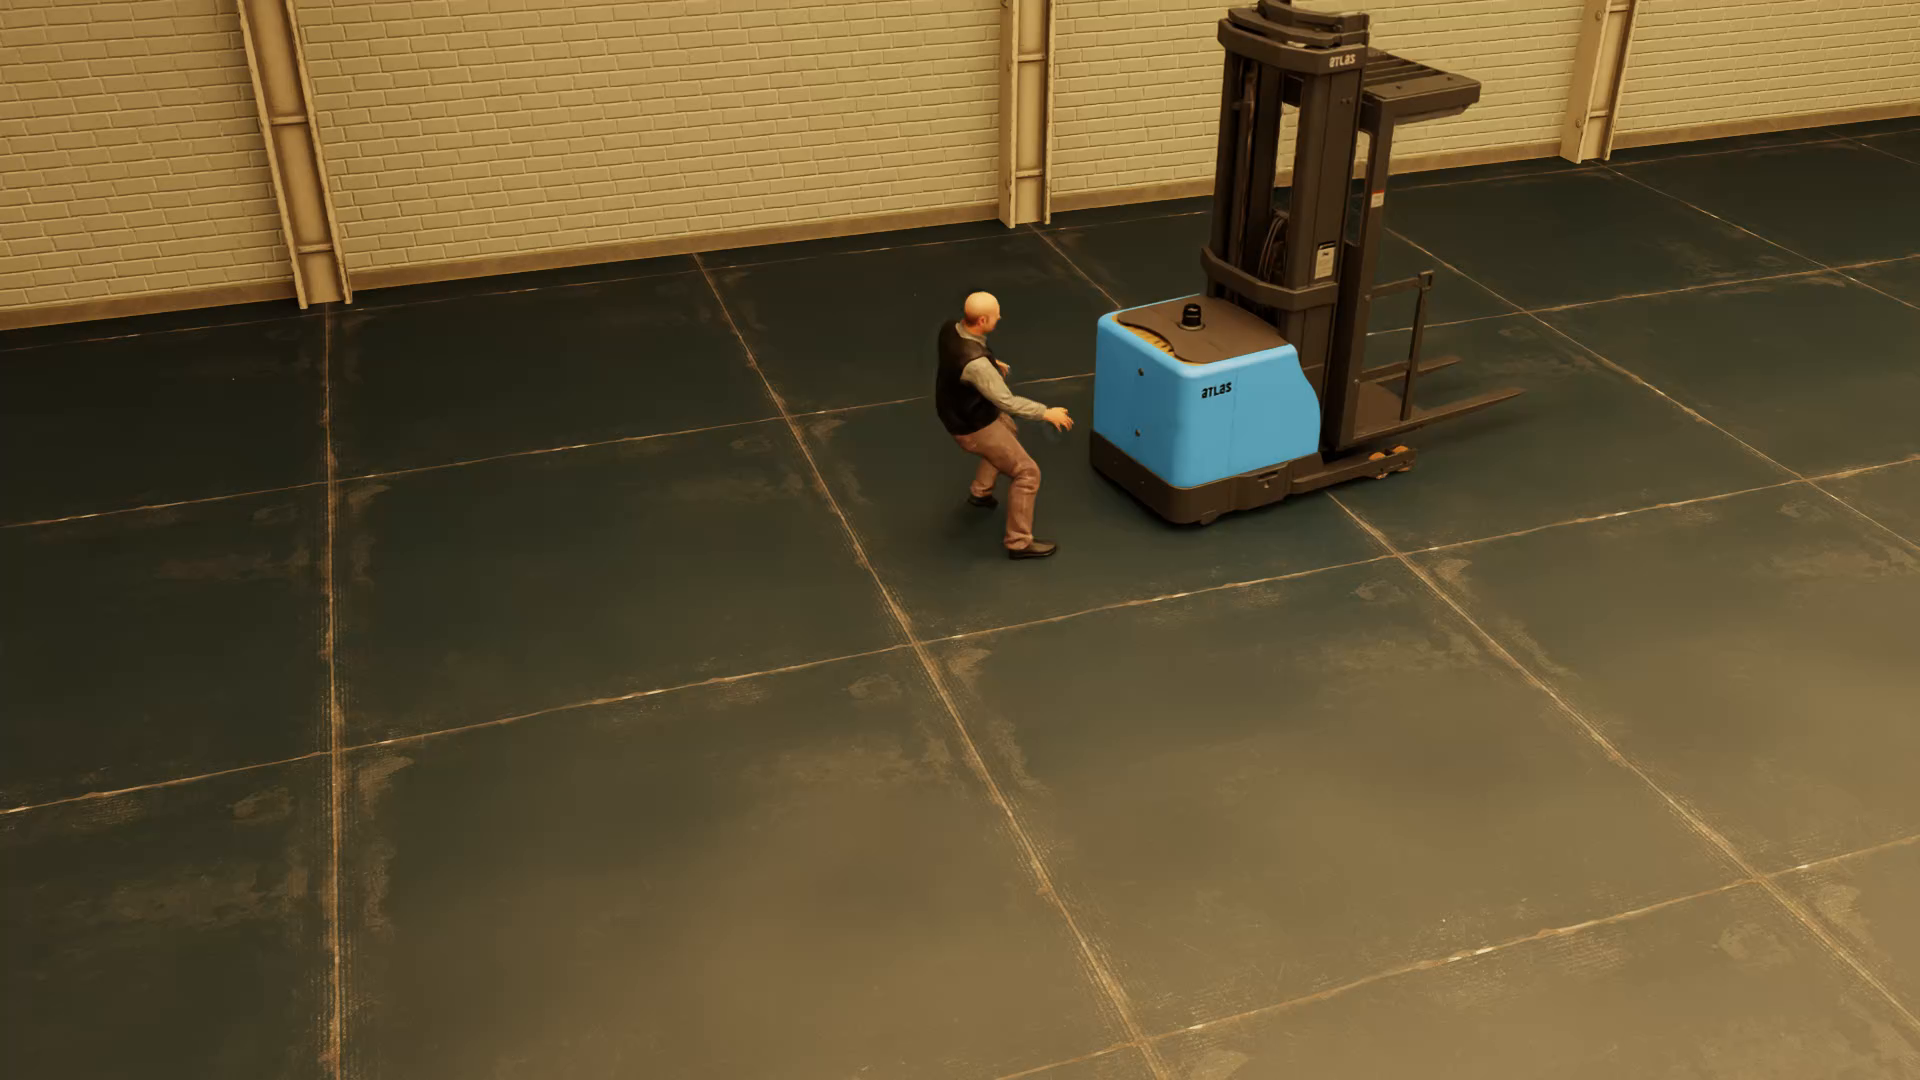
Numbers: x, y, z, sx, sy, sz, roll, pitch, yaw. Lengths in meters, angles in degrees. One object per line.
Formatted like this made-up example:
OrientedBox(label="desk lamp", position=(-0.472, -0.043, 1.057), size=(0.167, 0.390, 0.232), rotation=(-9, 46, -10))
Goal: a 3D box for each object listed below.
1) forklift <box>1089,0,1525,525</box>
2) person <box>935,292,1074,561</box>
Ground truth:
OrientedBox(label="forklift", position=(2.377, -1.880, 10.354), size=(3.031, 2.935, 1.130), rotation=(-15, 33, -25))
OrientedBox(label="person", position=(0.221, -0.743, 9.747), size=(0.696, 1.571, 0.840), rotation=(-9, 31, -15))
